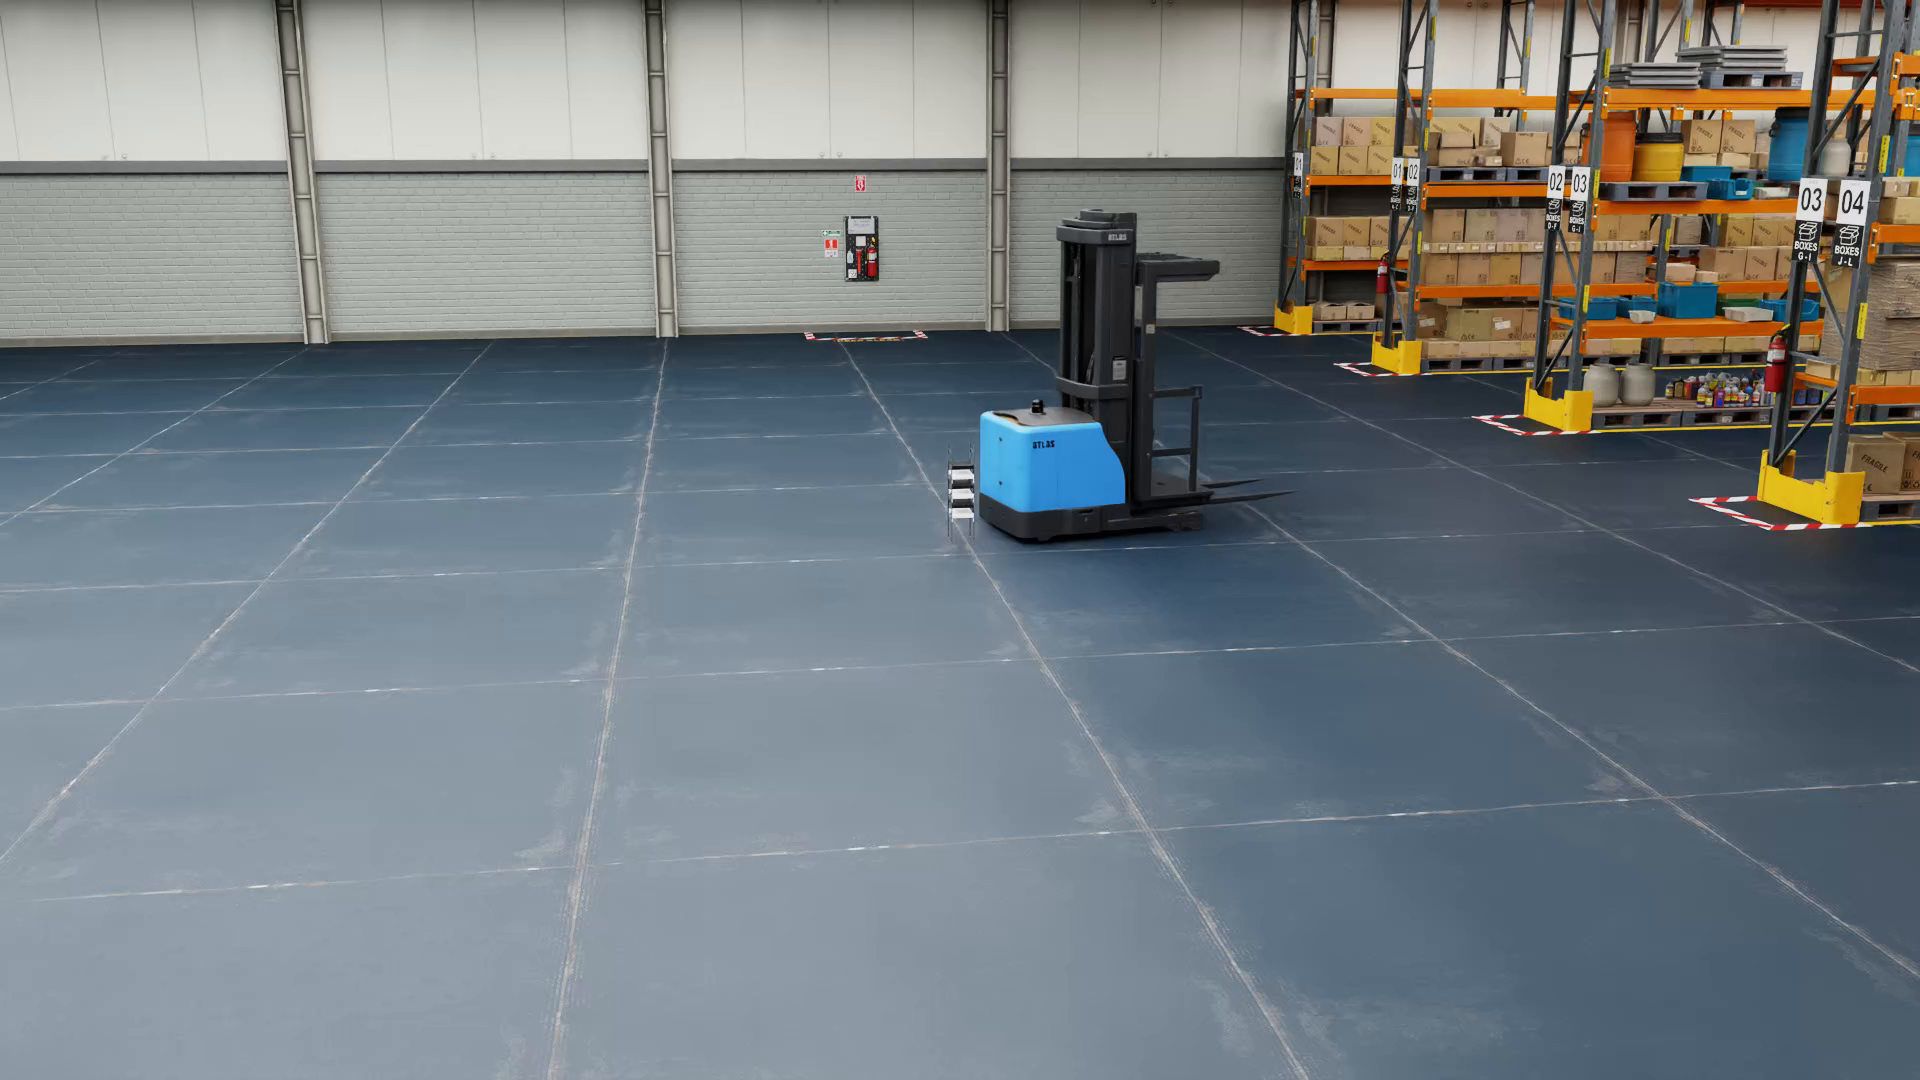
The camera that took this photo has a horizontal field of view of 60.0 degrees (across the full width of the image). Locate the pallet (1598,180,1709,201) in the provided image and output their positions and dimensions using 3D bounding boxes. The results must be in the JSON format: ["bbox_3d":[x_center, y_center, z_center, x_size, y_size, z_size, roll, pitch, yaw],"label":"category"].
[{"bbox_3d":[8.364,-4.302,20.459,1.213,0.211,1.003,-2,14,-8],"label":"pallet"}]

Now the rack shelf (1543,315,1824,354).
[{"bbox_3d":[9.509,-2.656,21.152,4.000,0.370,1.077,-2,14,-8],"label":"rack shelf"}]

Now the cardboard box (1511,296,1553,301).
[{"bbox_3d":[10.737,-4.492,31.228,0.500,0.500,0.700,-2,14,-6],"label":"cardboard box"}]

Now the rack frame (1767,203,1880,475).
[{"bbox_3d":[8.270,-1.741,16.025,0.127,3.000,1.000,-2,14,-8],"label":"rack frame"}]

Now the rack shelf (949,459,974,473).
[{"bbox_3d":[0.008,-0.666,15.084,0.200,0.077,0.258,-2,14,-8],"label":"rack shelf"}]

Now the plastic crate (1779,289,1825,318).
[{"bbox_3d":[10.951,-3.059,21.407,0.504,0.338,0.767,-2,14,-8],"label":"plastic crate"}]

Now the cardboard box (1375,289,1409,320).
[{"bbox_3d":[8.050,-4.355,30.682,0.500,0.500,0.700,-3,14,-12],"label":"cardboard box"}]

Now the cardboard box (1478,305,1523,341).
[{"bbox_3d":[8.348,-3.363,25.742,0.500,0.500,0.500,-2,14,-8],"label":"cardboard box"}]

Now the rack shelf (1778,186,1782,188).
[{"bbox_3d":[12.731,-5.447,26.116,4.000,0.370,1.077,-2,14,-8],"label":"rack shelf"}]

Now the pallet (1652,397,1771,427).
[{"bbox_3d":[9.608,-1.665,21.456,1.213,0.211,1.003,-2,14,-8],"label":"pallet"}]

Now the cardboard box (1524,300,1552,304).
[{"bbox_3d":[9.259,-3.525,26.385,0.500,0.500,0.500,-2,14,-8],"label":"cardboard box"}]

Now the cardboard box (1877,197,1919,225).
[{"bbox_3d":[8.785,-3.078,15.500,0.500,0.250,0.500,-2,14,-7],"label":"cardboard box"}]

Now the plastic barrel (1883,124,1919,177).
[{"bbox_3d":[11.958,-4.846,21.209,0.708,0.901,0.600,-2,14,-8],"label":"plastic barrel"}]

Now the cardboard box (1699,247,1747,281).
[{"bbox_3d":[12.036,-4.360,26.264,0.500,0.500,0.500,-1,14,-4],"label":"cardboard box"}]

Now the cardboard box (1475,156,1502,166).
[{"bbox_3d":[7.987,-5.729,25.125,0.250,0.149,0.380,-2,14,-8],"label":"cardboard box"}]

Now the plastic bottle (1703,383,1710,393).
[{"bbox_3d":[9.710,-1.938,21.661,0.097,0.201,0.097,0,14,0],"label":"plastic bottle"}]

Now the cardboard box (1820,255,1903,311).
[{"bbox_3d":[8.777,-2.498,16.171,0.500,0.500,0.500,-2,14,-8],"label":"cardboard box"}]

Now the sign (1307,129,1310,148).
[{"bbox_3d":[6.137,-7.064,29.286,0.005,0.325,0.100,-2,14,-8],"label":"sign"}]

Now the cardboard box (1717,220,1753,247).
[{"bbox_3d":[14.485,-5.764,31.207,0.500,0.500,0.500,-2,14,-7],"label":"cardboard box"}]

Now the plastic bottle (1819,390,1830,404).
[{"bbox_3d":[11.061,-1.876,21.244,0.133,0.283,0.061,-1,14,-5],"label":"plastic bottle"}]

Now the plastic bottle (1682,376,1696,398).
[{"bbox_3d":[9.536,-1.999,21.749,0.135,0.276,0.152,-2,14,-8],"label":"plastic bottle"}]

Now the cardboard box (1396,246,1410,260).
[{"bbox_3d":[8.102,-5.250,30.287,0.500,0.250,0.500,-2,14,-8],"label":"cardboard box"}]

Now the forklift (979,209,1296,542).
[{"bbox_3d":[1.749,-1.616,15.668,3.031,2.935,1.130,-6,15,-21],"label":"forklift"}]

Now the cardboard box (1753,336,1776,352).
[{"bbox_3d":[12.709,-3.150,26.431,0.500,0.250,0.500,-2,14,-7],"label":"cardboard box"}]

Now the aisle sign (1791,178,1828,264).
[{"bbox_3d":[8.164,-3.072,15.987,0.004,0.787,0.394,-2,14,-8],"label":"aisle sign"}]

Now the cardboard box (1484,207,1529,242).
[{"bbox_3d":[8.331,-4.856,25.574,0.500,0.500,0.700,-2,14,-8],"label":"cardboard box"}]

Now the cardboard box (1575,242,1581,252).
[{"bbox_3d":[9.509,-4.534,25.624,0.250,0.149,0.380,-2,14,-9],"label":"cardboard box"}]

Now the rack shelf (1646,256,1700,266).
[{"bbox_3d":[11.989,-5.184,31.232,4.000,0.370,1.077,-2,14,-8],"label":"rack shelf"}]

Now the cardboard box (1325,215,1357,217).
[{"bbox_3d":[6.990,-5.700,30.537,0.500,0.500,0.500,-2,14,-8],"label":"cardboard box"}]

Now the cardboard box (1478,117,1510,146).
[{"bbox_3d":[9.556,-7.375,30.022,0.500,0.500,0.500,-3,14,-13],"label":"cardboard box"}]

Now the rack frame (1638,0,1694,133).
[{"bbox_3d":[10.753,-7.179,25.375,0.127,3.000,1.000,-2,14,-8],"label":"rack frame"}]

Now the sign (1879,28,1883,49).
[{"bbox_3d":[14.618,-7.945,26.349,0.005,0.325,0.100,-2,14,-8],"label":"sign"}]

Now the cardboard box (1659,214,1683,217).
[{"bbox_3d":[13.314,-6.147,31.149,0.250,0.149,0.380,-5,15,-18],"label":"cardboard box"}]

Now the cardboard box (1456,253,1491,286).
[{"bbox_3d":[7.780,-4.206,25.650,0.500,0.500,0.700,-2,14,-7],"label":"cardboard box"}]

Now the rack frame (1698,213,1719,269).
[{"bbox_3d":[13.967,-5.605,31.433,0.127,3.000,1.000,-2,14,-8],"label":"rack frame"}]

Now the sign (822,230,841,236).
[{"bbox_3d":[-2.319,-5.528,29.963,0.331,0.109,0.001,-2,14,-8],"label":"sign"}]

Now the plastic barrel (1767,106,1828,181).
[{"bbox_3d":[10.487,-4.969,20.835,0.708,0.901,0.600,-2,14,-8],"label":"plastic barrel"}]

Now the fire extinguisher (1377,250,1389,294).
[{"bbox_3d":[6.611,-4.194,25.965,0.183,0.674,0.296,-2,14,-8],"label":"fire extinguisher"}]

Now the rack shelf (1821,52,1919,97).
[{"bbox_3d":[10.247,-4.373,15.672,4.000,0.370,1.077,-2,14,-8],"label":"rack shelf"}]

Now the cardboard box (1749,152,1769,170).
[{"bbox_3d":[12.653,-5.909,25.924,0.500,0.250,0.500,-3,14,-13],"label":"cardboard box"}]

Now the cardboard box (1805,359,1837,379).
[{"bbox_3d":[8.521,-1.679,16.294,0.250,0.149,0.380,-2,14,-8],"label":"cardboard box"}]

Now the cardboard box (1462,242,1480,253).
[{"bbox_3d":[7.725,-4.468,25.361,0.250,0.149,0.380,-2,14,-8],"label":"cardboard box"}]

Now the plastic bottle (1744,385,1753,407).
[{"bbox_3d":[10.009,-1.836,21.110,0.097,0.271,0.097,0,14,0],"label":"plastic bottle"}]

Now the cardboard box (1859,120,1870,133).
[{"bbox_3d":[17.032,-7.830,31.488,0.500,0.250,0.500,-1,14,-4],"label":"cardboard box"}]

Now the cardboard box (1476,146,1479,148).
[{"bbox_3d":[9.047,-6.880,30.105,0.500,0.500,0.500,-3,14,-13],"label":"cardboard box"}]

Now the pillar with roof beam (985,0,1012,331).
[{"bbox_3d":[1.328,-7.205,25.482,0.400,9.000,9.100,-2,14,-8],"label":"pillar with roof beam"}]

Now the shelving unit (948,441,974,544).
[{"bbox_3d":[0.008,-0.437,15.142,0.210,0.900,0.258,-2,14,-8],"label":"shelving unit"}]

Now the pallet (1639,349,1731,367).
[{"bbox_3d":[11.476,-2.952,26.588,1.213,0.211,1.003,-2,14,-8],"label":"pallet"}]

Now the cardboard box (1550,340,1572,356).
[{"bbox_3d":[9.339,-3.032,25.962,0.500,0.250,0.500,-2,14,-8],"label":"cardboard box"}]

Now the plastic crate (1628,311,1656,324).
[{"bbox_3d":[8.465,-2.759,20.628,0.250,0.136,0.298,-2,14,-8],"label":"plastic crate"}]
